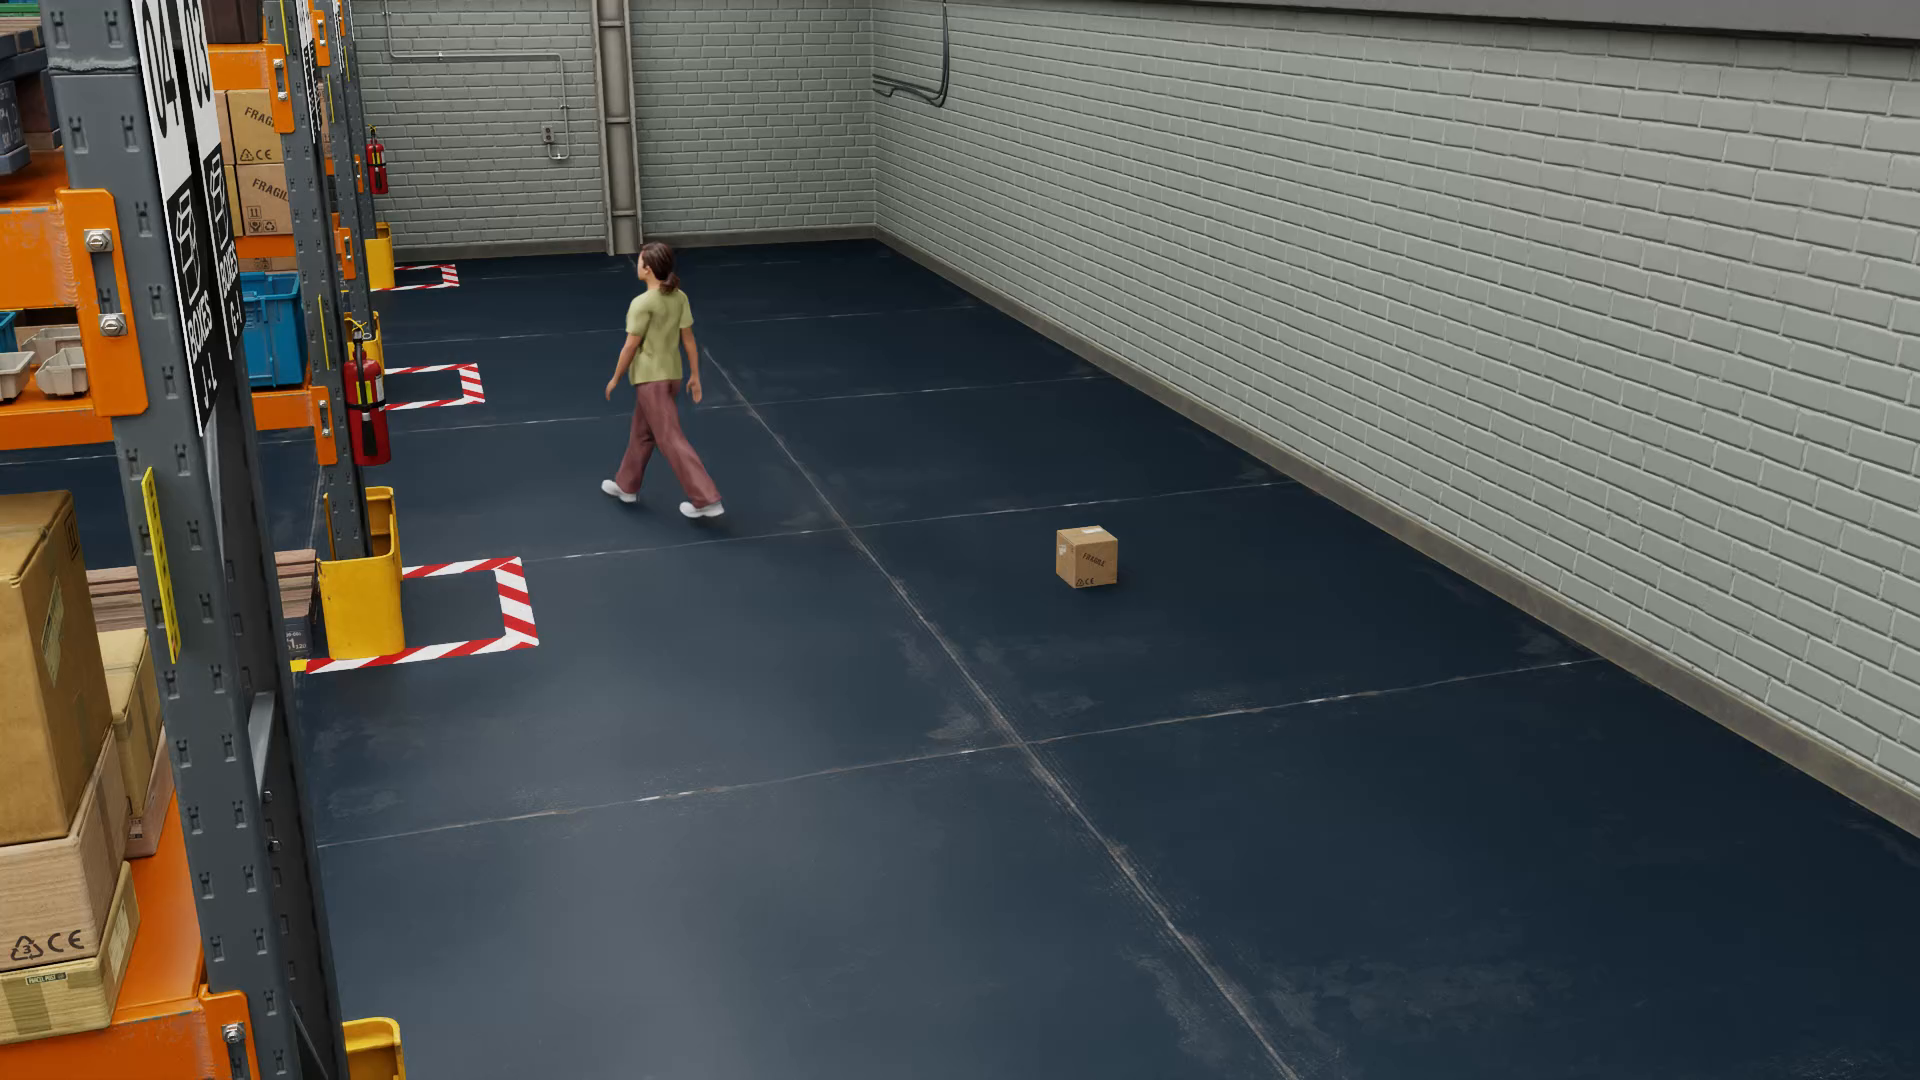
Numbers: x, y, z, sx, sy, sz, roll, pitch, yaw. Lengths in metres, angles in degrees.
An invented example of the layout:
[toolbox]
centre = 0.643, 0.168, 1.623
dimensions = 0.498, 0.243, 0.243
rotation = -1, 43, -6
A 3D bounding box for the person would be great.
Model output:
[person]
centre = -1.828, -0.941, 9.756
dimensions = 1.020, 1.614, 0.466
rotation = 10, 22, 27
